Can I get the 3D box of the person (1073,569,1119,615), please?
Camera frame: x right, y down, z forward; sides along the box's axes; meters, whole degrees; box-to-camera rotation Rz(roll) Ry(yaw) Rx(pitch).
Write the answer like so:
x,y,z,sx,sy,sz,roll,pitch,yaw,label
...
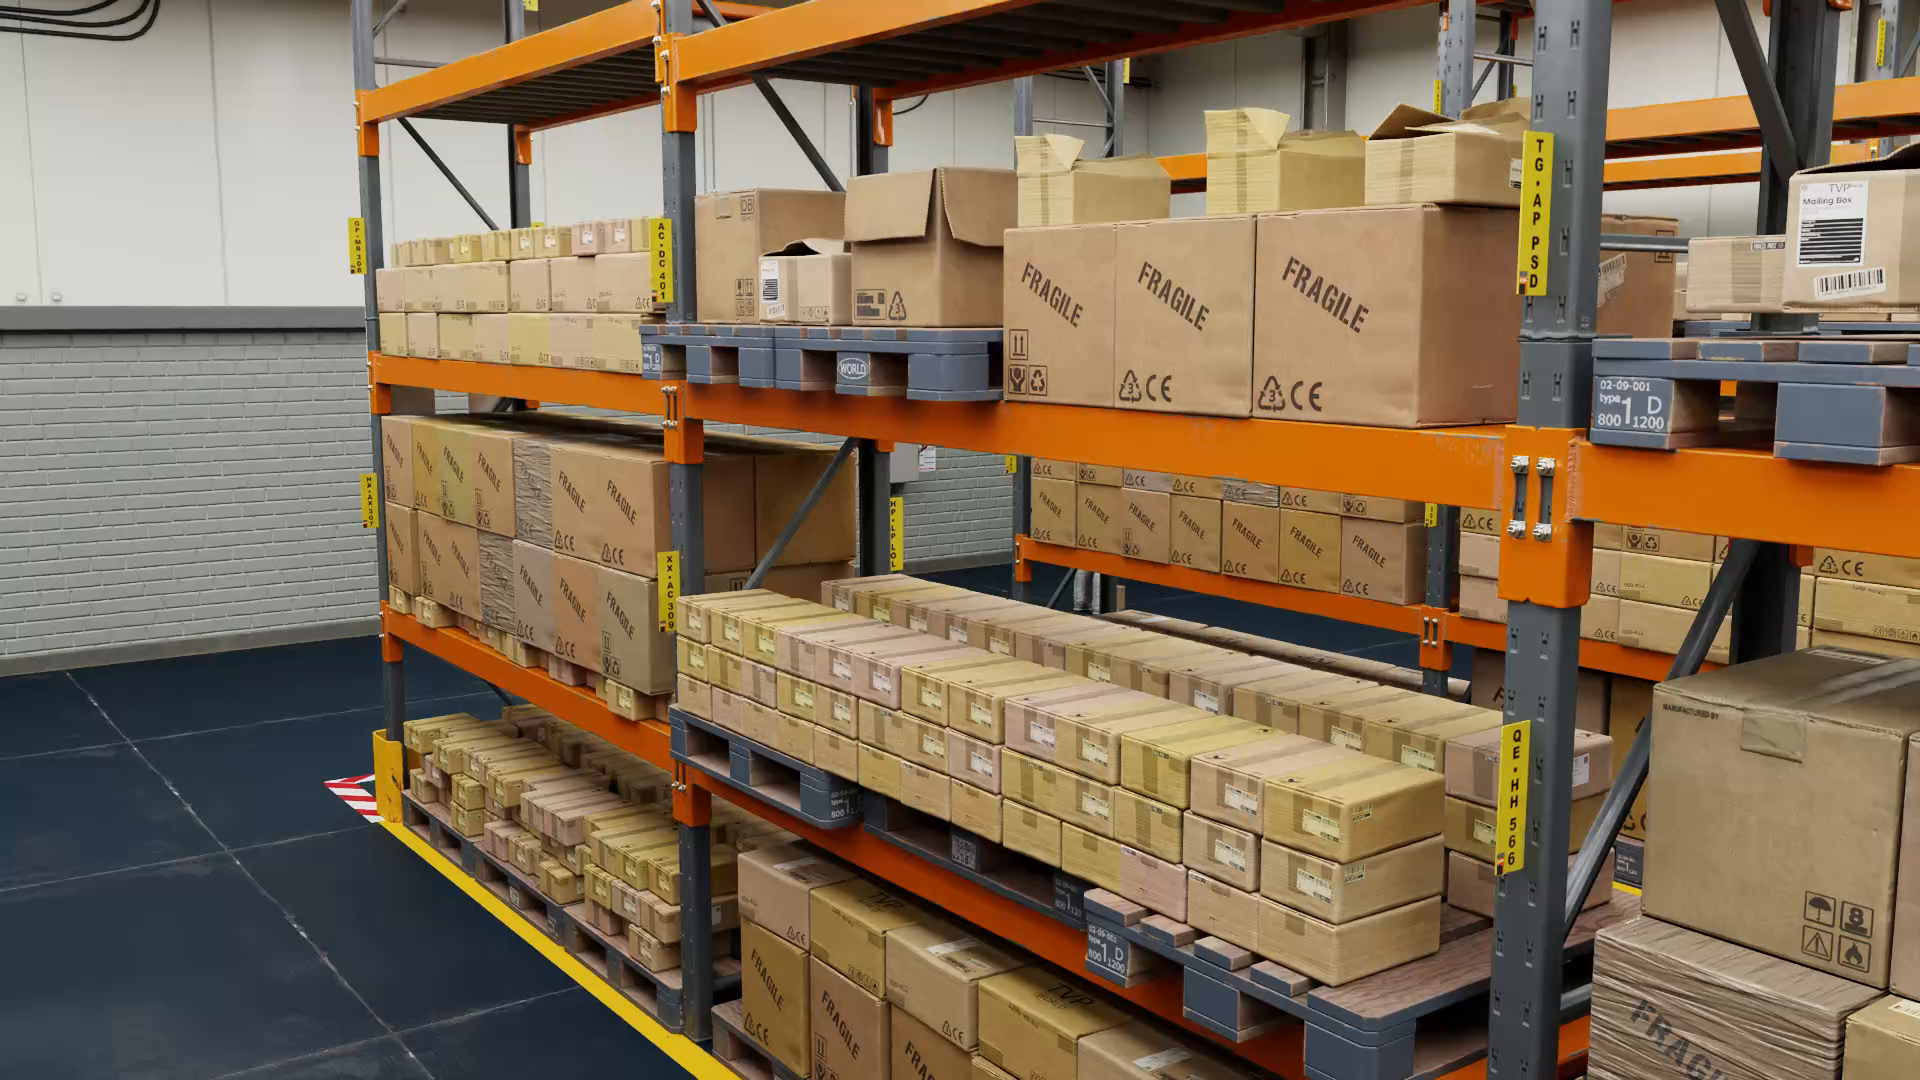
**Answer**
x,y,z,sx,sy,sz,roll,pitch,yaw,label
1.351,-0.085,16.901,0.470,1.665,0.561,-7,10,-39,person
